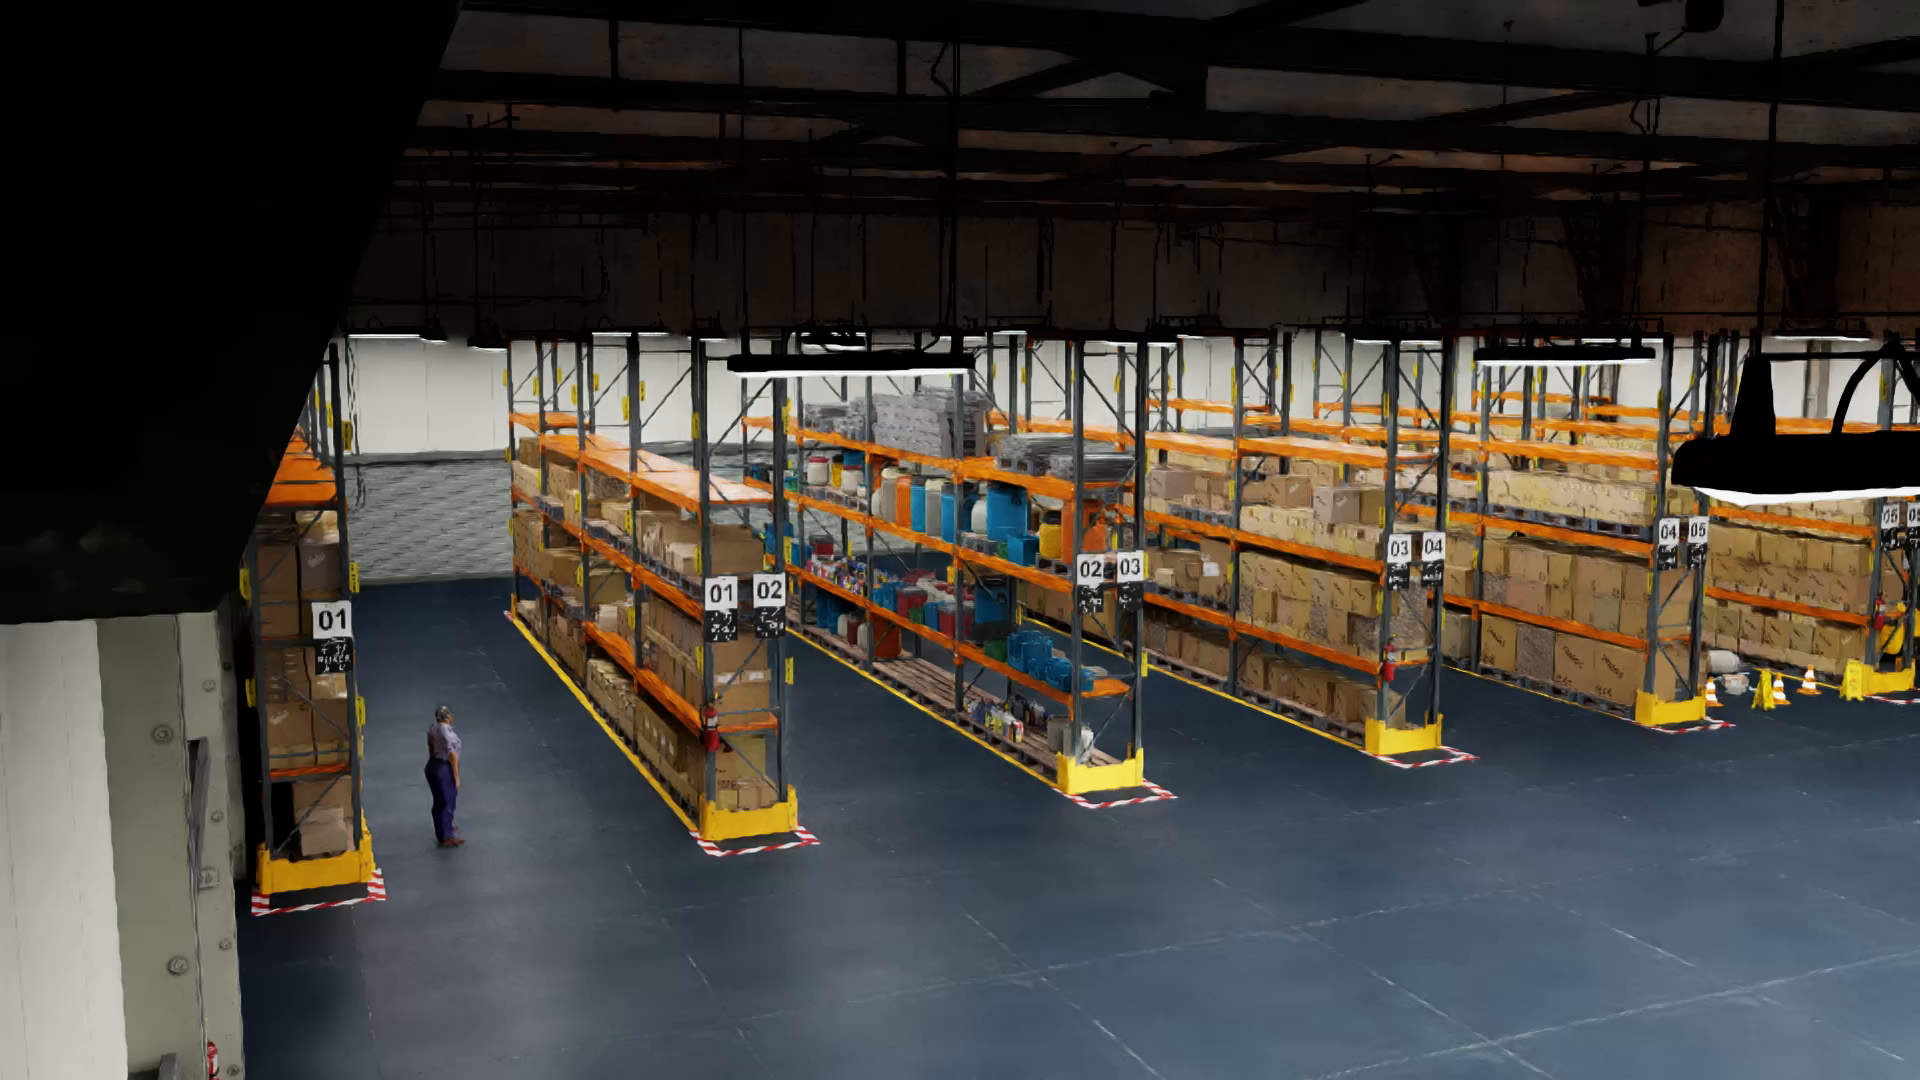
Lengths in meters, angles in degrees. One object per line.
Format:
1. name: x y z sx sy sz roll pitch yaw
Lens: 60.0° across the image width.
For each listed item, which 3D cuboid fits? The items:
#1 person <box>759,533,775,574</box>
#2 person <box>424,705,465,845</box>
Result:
1. person: -4.213 0.682 35.381 0.618 1.717 0.962 0 8 0
2. person: -6.156 2.798 19.973 0.578 1.657 0.445 7 10 40
